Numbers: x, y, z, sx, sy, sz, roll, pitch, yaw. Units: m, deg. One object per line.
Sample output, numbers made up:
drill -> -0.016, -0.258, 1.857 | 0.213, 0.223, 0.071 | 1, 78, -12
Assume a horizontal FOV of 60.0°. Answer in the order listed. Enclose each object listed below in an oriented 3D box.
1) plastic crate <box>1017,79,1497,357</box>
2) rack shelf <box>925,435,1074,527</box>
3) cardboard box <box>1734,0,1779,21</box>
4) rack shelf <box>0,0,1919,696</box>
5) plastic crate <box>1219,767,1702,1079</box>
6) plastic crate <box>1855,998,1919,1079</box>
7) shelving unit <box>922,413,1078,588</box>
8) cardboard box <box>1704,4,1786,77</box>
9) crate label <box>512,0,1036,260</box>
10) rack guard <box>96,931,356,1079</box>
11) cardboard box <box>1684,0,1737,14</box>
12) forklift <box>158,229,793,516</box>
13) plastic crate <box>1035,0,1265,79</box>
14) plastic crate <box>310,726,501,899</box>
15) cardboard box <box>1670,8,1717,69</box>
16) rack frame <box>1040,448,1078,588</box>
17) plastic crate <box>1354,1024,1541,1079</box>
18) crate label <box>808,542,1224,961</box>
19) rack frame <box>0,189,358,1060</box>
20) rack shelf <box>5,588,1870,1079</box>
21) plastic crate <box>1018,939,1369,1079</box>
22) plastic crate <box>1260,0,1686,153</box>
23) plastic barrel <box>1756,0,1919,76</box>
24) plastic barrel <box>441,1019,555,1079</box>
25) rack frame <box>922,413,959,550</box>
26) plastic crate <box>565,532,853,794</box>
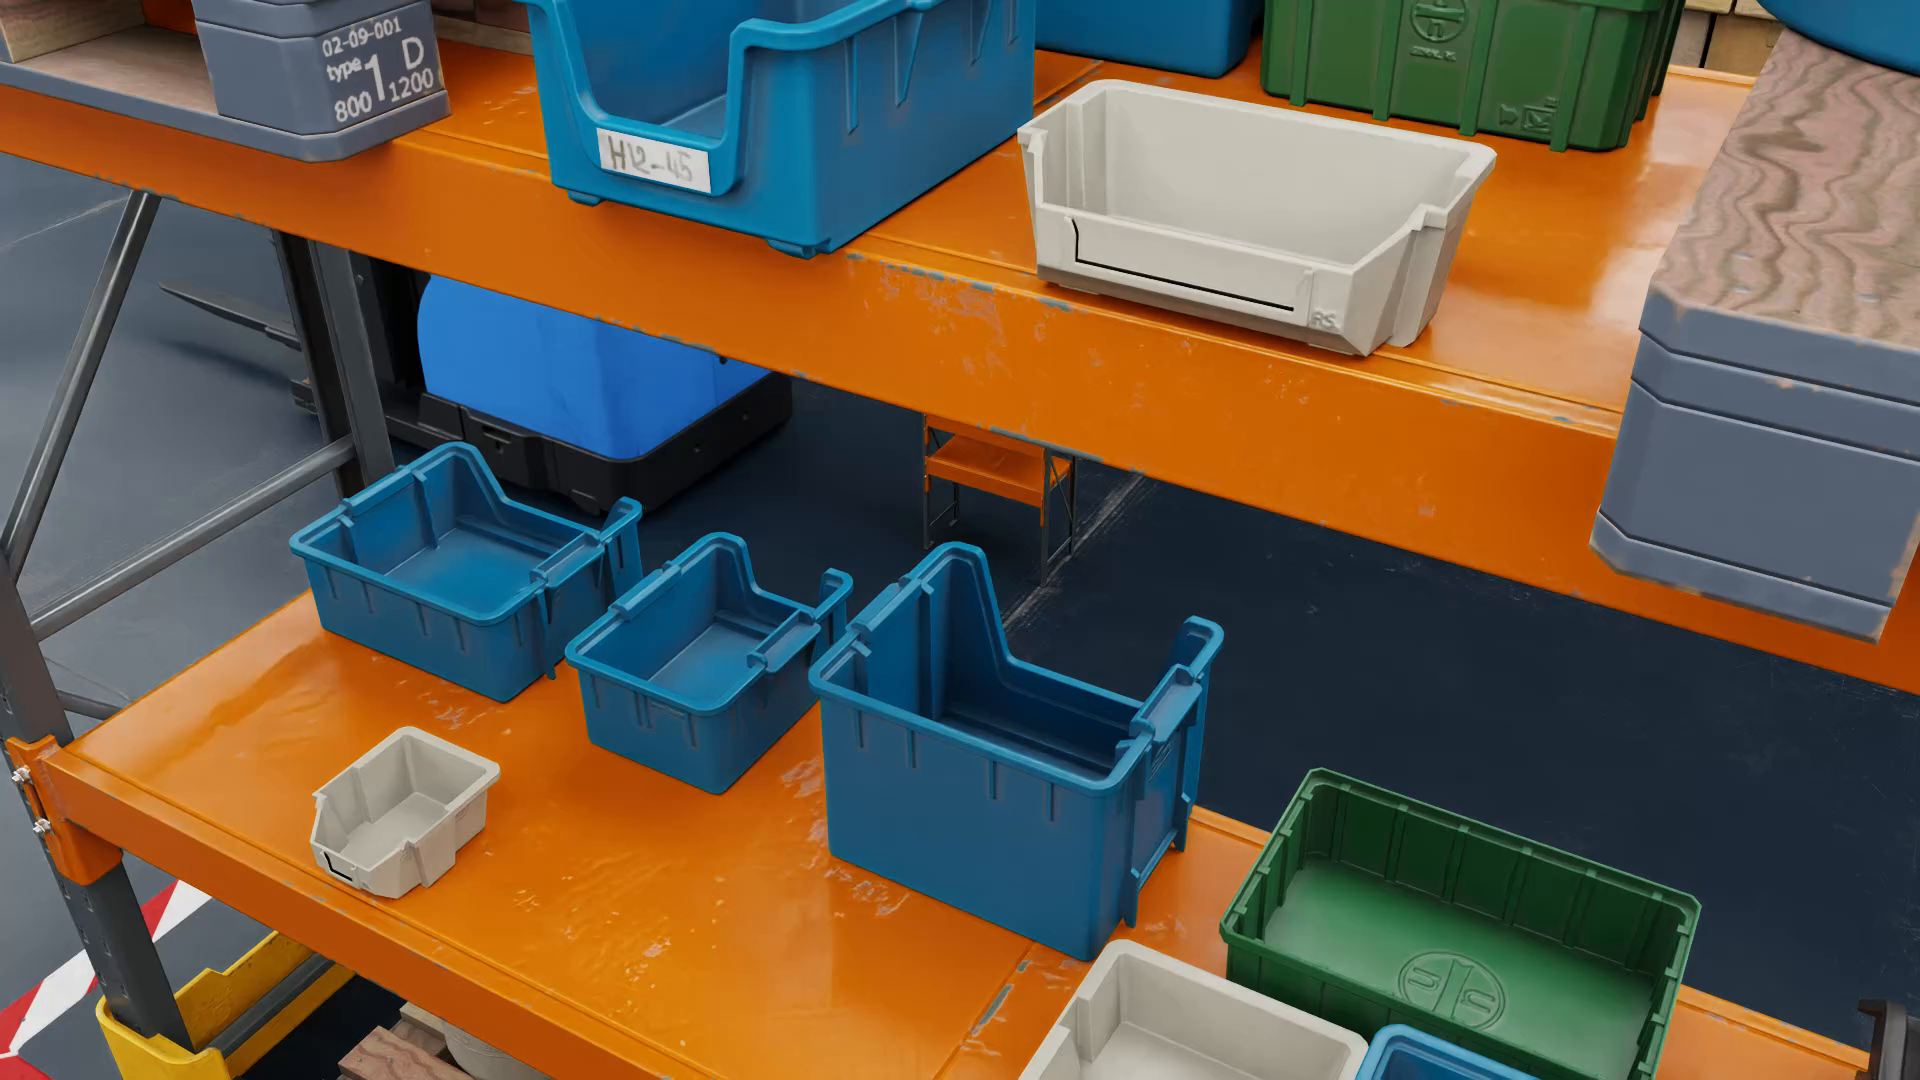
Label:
plastic crate -> 0.250, -0.288, 1.507 | 0.396, 0.136, 0.243 | 18, 37, 24
rack shelf -> 0.144, -0.233, 5.996 | 0.480, 0.148, 0.258 | 18, 37, 24
cardboard box -> 4.945, -1.866, 4.487 | 4.934, 1.460, 0.703 | 19, 38, 26
rack shelf -> 0.107, -0.401, 2.089 | 4.000, 0.370, 1.077 | 18, 37, 24
plastic crate -> 0.805, 0.677, 2.718 | 0.662, 0.188, 0.450 | 18, 37, 24
plastic crate -> 1.452, 0.919, 2.220 | 0.504, 0.338, 0.767 | 18, 37, 24
shelving unit -> 0.144, -0.454, 5.849 | 0.503, 1.200, 0.258 | 18, 37, 24
cardboard box -> 3.022, -1.727, 6.047 | 0.500, 0.500, 0.700 | 18, 38, 25
crate label -> -0.168, -0.515, 1.745 | 0.408, 0.251, 0.502 | 18, 37, 24
rack guard -> -1.540, 1.037, 4.242 | 0.348, 0.500, 1.175 | 18, 37, 24
cardboard box -> 2.629, -1.990, 5.856 | 0.250, 0.149, 0.380 | 19, 38, 26
forklift -> -0.332, -0.926, 4.304 | 8.740, 3.703, 3.137 | 19, 38, 26
plastic crate -> 0.176, -0.864, 2.150 | 0.575, 0.384, 0.392 | 18, 37, 24
plastic crate -> -1.012, 0.509, 3.018 | 0.250, 0.136, 0.298 | 18, 37, 24
cardboard box -> 2.576, -1.867, 6.258 | 0.500, 0.500, 0.700 | 19, 38, 26
rack frame -> 0.356, -0.387, 5.748 | 0.015, 1.200, 0.240 | 18, 37, 24
plastic crate -> 0.748, 0.986, 2.197 | 0.616, 0.251, 0.499 | 18, 37, 24
crate label -> 0.103, 0.359, 2.972 | 0.616, 0.435, 0.502 | 18, 37, 24
rack frame -> -1.631, -0.001, 3.545 | 0.053, 2.616, 0.949 | 18, 37, 24
rack shelf -> 0.107, 0.847, 2.920 | 4.000, 0.370, 1.077 | 18, 37, 24
plastic crate -> 0.308, 0.883, 2.456 | 0.437, 0.136, 0.530 | 18, 37, 24
plastic crate -> 0.609, -0.627, 1.971 | 0.450, 0.188, 0.336 | 18, 37, 24
plastic barrel -> 1.033, -0.859, 1.297 | 0.708, 0.901, 0.600 | 18, 37, 24
plastic barrel -> -1.020, 1.003, 3.904 | 0.421, 0.512, 0.421 | 0, 34, 0
rack frame -> -0.068, -0.521, 5.950 | 0.015, 1.200, 0.240 | 18, 37, 24
plastic crate -> -0.485, 0.235, 3.325 | 0.408, 0.251, 0.499 | 18, 37, 24
